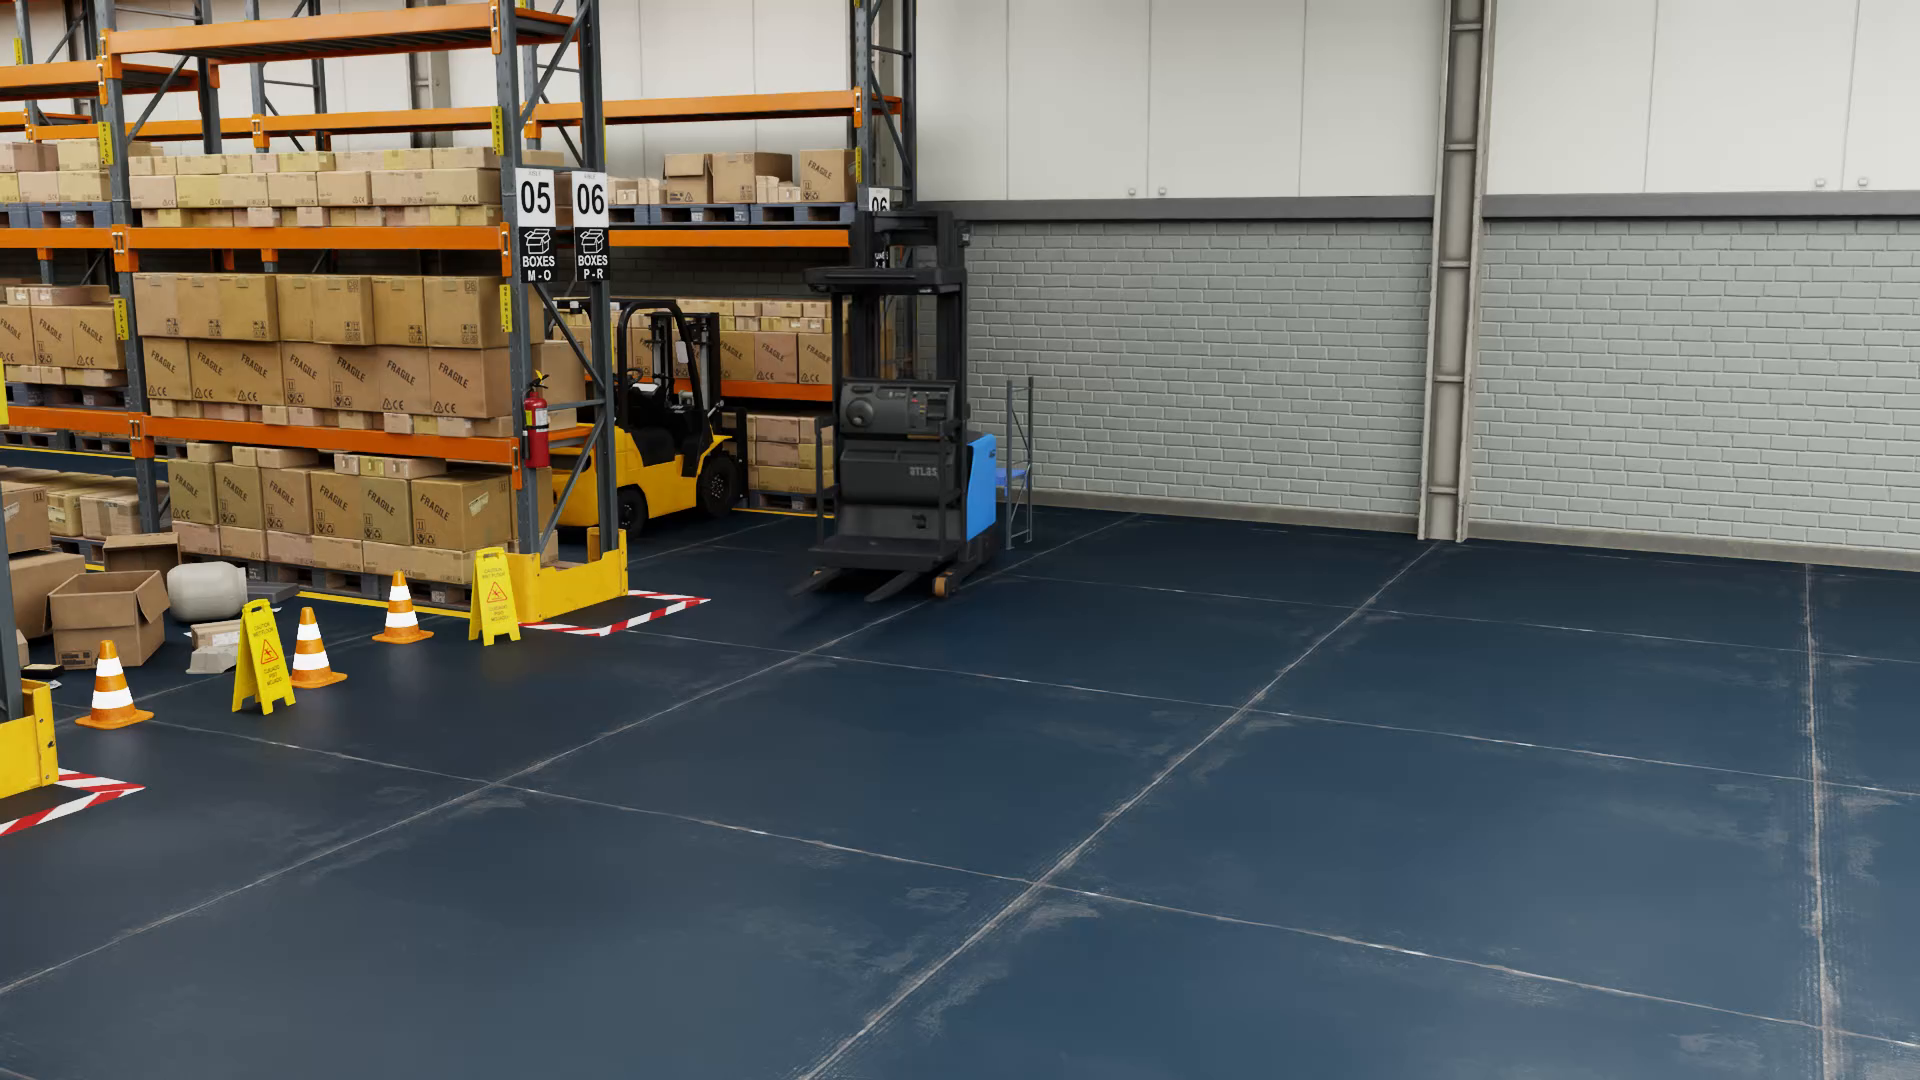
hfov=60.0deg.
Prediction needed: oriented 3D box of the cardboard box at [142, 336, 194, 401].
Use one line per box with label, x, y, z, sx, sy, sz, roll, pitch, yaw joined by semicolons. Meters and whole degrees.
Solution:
cardboard box;-6.215;-1.407;13.464;0.500;0.500;0.500;5;11;26

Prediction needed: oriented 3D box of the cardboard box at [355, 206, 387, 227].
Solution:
cardboard box;-4.246;-2.394;12.320;0.250;0.149;0.380;5;11;25

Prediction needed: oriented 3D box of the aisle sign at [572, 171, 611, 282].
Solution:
aisle sign;-2.706;-2.299;12.211;0.004;0.787;0.394;5;11;26

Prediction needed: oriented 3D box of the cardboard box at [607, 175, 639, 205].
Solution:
cardboard box;-3.655;-3.667;17.436;0.500;0.311;0.500;5;12;27

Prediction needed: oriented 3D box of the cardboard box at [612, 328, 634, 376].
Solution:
cardboard box;-3.536;-2.018;17.674;0.500;0.500;0.500;5;12;27

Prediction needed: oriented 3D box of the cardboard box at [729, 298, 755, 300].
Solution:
cardboard box;-2.287;-2.470;17.518;0.250;0.149;0.380;5;11;26

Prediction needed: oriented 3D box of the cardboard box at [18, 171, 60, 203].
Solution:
cardboard box;-7.526;-2.963;13.997;0.500;0.250;0.500;5;11;27

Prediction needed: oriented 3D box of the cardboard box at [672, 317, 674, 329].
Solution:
cardboard box;-2.988;-2.279;17.299;0.250;0.149;0.380;5;11;24

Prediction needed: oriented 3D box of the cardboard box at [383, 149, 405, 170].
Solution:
cardboard box;-3.989;-2.771;12.164;0.250;0.149;0.380;5;11;26

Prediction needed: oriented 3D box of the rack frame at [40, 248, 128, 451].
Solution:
rack frame;-11.467;-2.714;21.802;0.127;3.000;1.000;5;11;26

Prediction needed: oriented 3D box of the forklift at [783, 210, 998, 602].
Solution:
forklift;-0.545;-1.072;12.926;1.130;2.935;3.031;3;11;14

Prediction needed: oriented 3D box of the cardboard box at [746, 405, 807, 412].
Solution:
cardboard box;-1.947;-1.262;17.514;0.500;0.250;0.500;5;11;25

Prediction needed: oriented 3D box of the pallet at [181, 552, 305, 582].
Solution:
pallet;-5.868;0.129;13.924;1.213;0.211;1.003;5;11;26

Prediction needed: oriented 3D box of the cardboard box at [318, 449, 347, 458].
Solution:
cardboard box;-5.380;-0.469;13.837;0.500;0.500;0.500;5;12;27

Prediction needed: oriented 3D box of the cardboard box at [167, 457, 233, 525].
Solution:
cardboard box;-6.076;-0.423;13.583;0.500;0.500;0.500;6;12;29

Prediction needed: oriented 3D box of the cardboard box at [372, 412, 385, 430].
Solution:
cardboard box;-4.237;-0.931;12.656;0.250;0.149;0.380;5;11;27

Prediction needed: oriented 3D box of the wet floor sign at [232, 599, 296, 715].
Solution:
wet floor sign;-4.096;0.668;9.728;0.232;0.644;0.267;3;11;16

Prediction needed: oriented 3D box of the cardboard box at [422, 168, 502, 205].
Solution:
cardboard box;-3.477;-2.521;11.900;0.500;0.250;0.500;5;11;25

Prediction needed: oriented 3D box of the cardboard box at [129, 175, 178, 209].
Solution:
cardboard box;-6.213;-2.761;13.224;0.500;0.250;0.500;5;11;25

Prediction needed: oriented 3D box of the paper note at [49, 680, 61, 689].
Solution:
paper note;-5.616;0.894;10.211;0.144;0.017;0.142;-10;14;-43

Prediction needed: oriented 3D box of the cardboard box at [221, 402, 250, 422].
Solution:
cardboard box;-5.638;-1.038;13.248;0.250;0.149;0.380;5;12;28

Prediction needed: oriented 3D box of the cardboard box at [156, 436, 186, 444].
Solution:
cardboard box;-9.743;-1.494;20.903;0.500;0.500;0.500;5;11;24

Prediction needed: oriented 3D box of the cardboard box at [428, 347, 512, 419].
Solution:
cardboard box;-3.508;-1.170;12.153;0.500;0.500;0.500;5;11;25

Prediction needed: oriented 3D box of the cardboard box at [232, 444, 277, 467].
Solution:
cardboard box;-5.529;-0.683;13.196;0.250;0.149;0.380;6;12;28

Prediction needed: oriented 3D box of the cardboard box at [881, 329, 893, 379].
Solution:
cardboard box;-1.027;-1.901;17.029;0.500;0.500;0.500;5;12;28

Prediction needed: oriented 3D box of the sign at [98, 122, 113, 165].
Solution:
sign;-6.728;-3.126;13.098;0.005;0.325;0.100;5;11;26

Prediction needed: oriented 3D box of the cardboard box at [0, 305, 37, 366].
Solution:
cardboard box;-7.907;-1.773;14.308;0.500;0.500;0.500;5;12;28

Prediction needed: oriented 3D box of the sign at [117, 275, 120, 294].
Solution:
sign;-11.225;-3.372;22.190;0.005;0.325;0.100;5;11;26

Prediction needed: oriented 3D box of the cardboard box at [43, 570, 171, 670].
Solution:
cardboard box;-5.594;0.519;10.949;0.637;0.503;0.797;-2;11;-14

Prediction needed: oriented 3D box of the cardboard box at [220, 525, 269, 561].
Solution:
cardboard box;-5.593;-0.014;13.427;0.500;0.250;0.500;6;12;29

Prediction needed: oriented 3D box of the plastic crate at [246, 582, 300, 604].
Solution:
plastic crate;-5.441;0.401;12.790;0.583;0.080;0.402;1;10;6

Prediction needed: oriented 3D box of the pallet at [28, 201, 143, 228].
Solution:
pallet;-6.993;-2.740;14.050;1.003;0.211;1.213;5;11;26

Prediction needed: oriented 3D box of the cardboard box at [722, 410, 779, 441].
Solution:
cardboard box;-2.174;-1.178;17.049;0.500;0.250;0.500;5;11;27

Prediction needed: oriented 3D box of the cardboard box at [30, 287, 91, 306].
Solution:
cardboard box;-7.624;-2.064;14.097;0.250;0.149;0.380;5;11;24

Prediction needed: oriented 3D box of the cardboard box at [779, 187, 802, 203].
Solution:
cardboard box;-1.583;-3.393;16.379;0.250;0.149;0.380;5;11;24

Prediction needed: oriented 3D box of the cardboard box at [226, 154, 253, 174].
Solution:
cardboard box;-5.400;-2.884;12.785;0.250;0.149;0.380;5;11;24

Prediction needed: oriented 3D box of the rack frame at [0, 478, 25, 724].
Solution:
rack frame;-4.998;-0.177;7.784;0.127;3.000;1.000;5;11;26

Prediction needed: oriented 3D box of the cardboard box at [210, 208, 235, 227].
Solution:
cardboard box;-5.627;-2.522;13.023;0.250;0.149;0.380;5;12;28

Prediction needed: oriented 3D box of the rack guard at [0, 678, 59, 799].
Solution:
rack guard;-4.977;1.055;7.996;0.348;0.500;1.175;5;11;26

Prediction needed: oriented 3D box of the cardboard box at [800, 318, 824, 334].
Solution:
cardboard box;-1.383;-2.135;16.500;0.250;0.149;0.380;5;12;27

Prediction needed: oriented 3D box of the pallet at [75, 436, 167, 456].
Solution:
pallet;-10.721;-1.284;21.730;1.213;0.211;1.003;5;11;26

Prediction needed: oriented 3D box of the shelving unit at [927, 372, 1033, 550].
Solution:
shelving unit;0.076;-0.731;15.059;1.048;1.500;0.538;5;11;26

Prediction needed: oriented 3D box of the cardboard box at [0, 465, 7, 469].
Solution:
cardboard box;-9.571;-0.473;15.621;0.625;0.372;0.950;4;11;22

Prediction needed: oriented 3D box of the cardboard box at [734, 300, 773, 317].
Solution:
cardboard box;-2.075;-2.343;16.814;0.250;0.149;0.380;5;12;27

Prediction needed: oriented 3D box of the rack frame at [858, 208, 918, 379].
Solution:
rack frame;-0.706;-1.768;16.578;0.127;3.000;1.000;5;11;26

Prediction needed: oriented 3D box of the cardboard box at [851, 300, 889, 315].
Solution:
cardboard box;-0.913;-2.344;16.819;0.250;0.149;0.380;5;11;25

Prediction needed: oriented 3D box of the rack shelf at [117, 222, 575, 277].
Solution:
rack shelf;-4.692;-2.255;12.863;4.000;0.370;1.077;5;11;26

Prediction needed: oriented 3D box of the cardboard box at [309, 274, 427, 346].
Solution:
cardboard box;-4.407;-1.733;12.459;0.500;0.500;0.700;5;11;25

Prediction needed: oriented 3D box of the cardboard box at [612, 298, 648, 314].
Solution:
cardboard box;-3.446;-2.464;17.485;0.250;0.149;0.380;5;12;27

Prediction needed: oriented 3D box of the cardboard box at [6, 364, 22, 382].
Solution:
cardboard box;-7.978;-1.453;14.360;0.250;0.149;0.380;5;11;26

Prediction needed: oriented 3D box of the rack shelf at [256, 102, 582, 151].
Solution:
rack shelf;-6.087;-4.642;18.755;4.000;0.370;1.077;5;11;26

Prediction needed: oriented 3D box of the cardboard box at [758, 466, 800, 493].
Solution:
cardboard box;-1.709;-0.649;16.936;0.500;0.250;0.500;5;11;26
